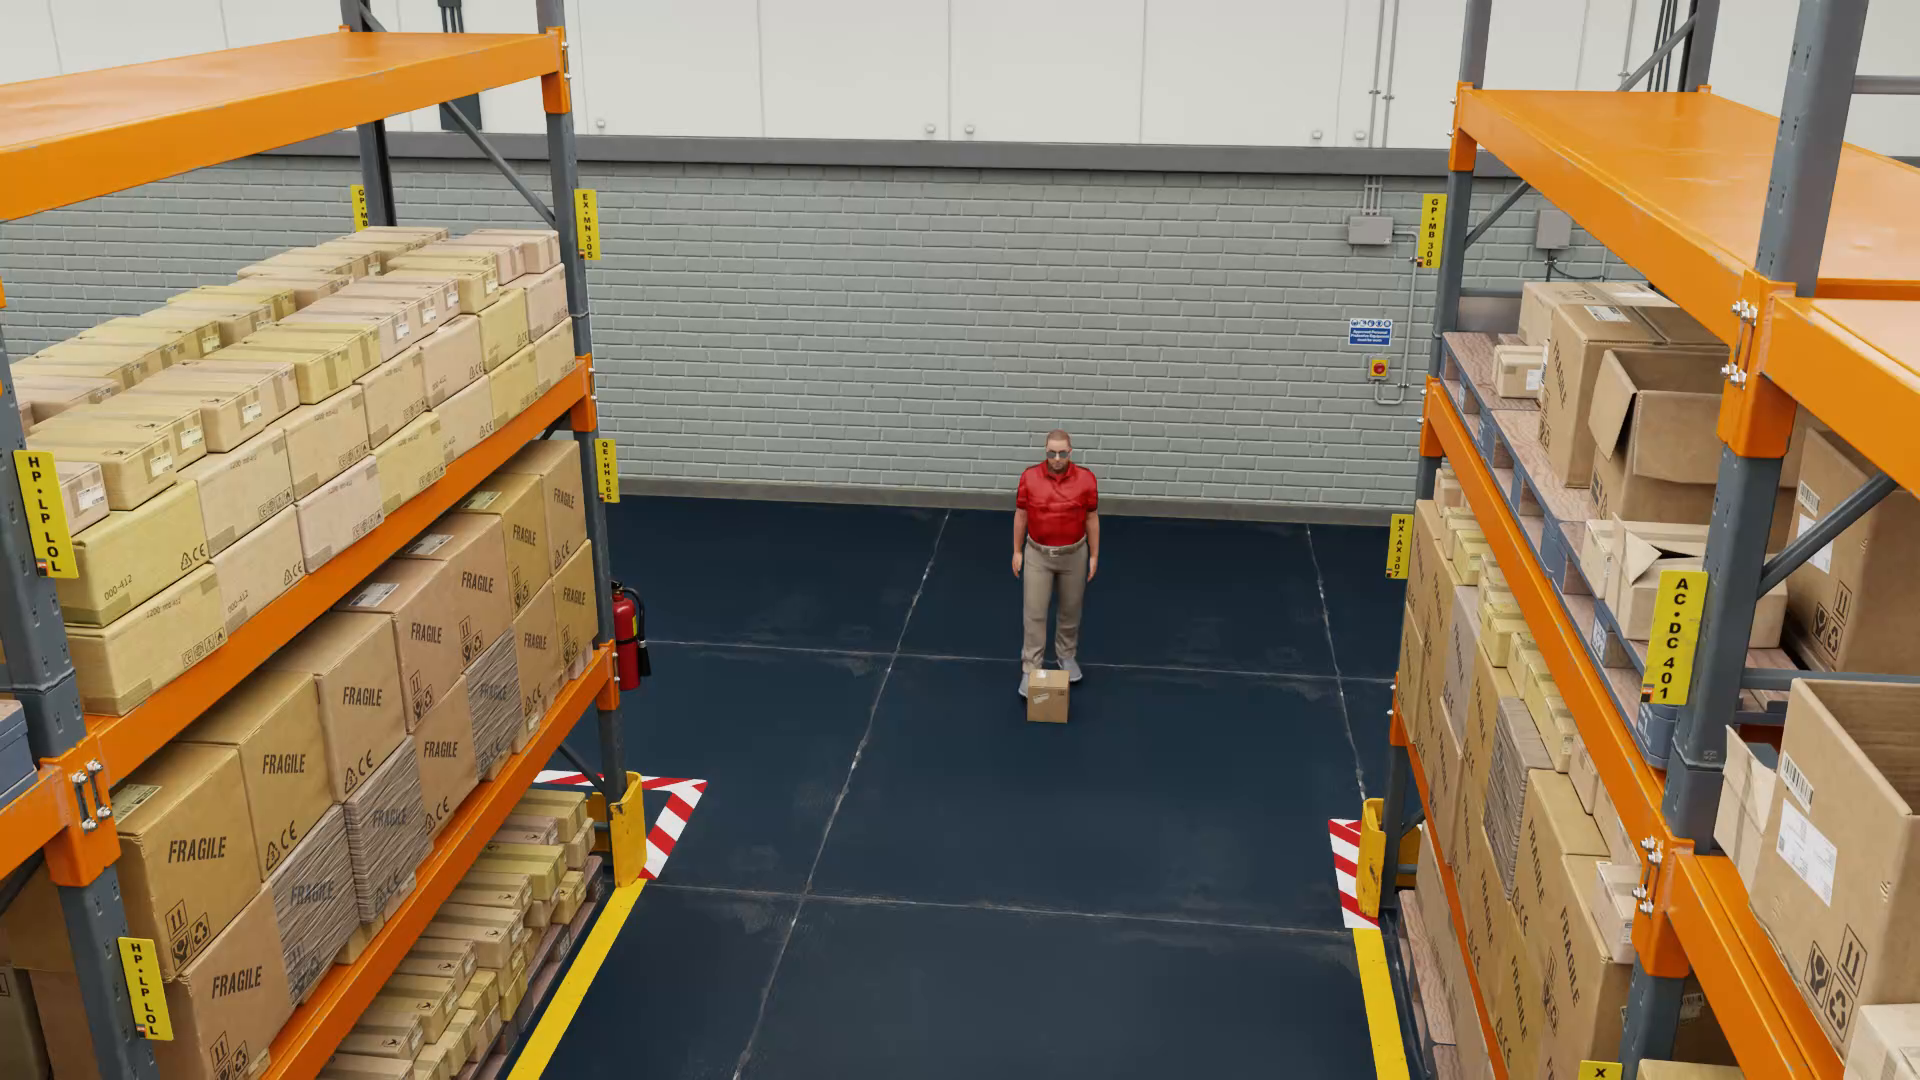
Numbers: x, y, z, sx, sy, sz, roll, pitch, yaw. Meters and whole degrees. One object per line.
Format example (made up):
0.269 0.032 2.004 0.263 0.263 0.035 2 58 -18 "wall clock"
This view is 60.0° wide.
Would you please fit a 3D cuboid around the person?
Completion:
0.619 0.134 10.732 0.563 1.725 0.564 0 21 0 "person"
